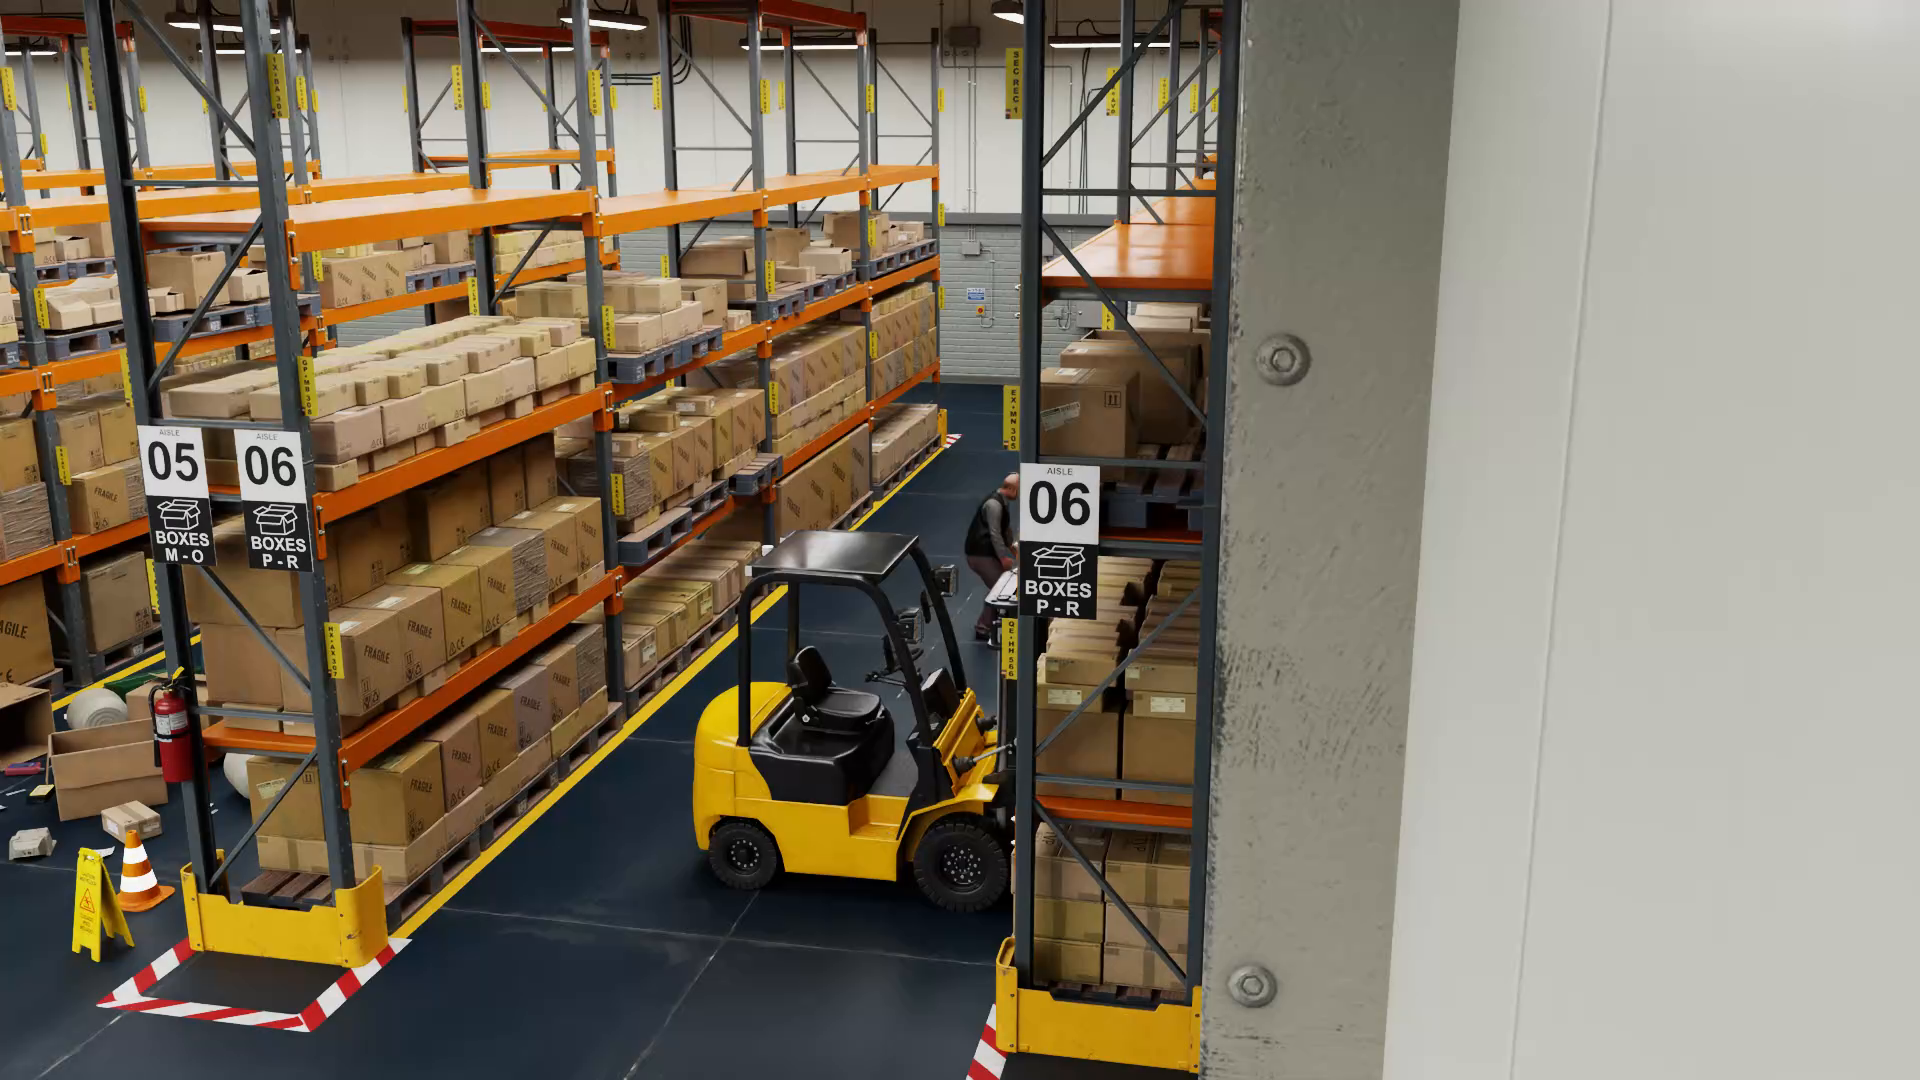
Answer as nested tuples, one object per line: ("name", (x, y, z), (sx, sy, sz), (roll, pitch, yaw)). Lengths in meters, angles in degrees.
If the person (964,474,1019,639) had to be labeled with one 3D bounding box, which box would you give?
("person", (0.333, 0.137, 15.832), (0.555, 1.581, 0.581), (3, 15, 12))
